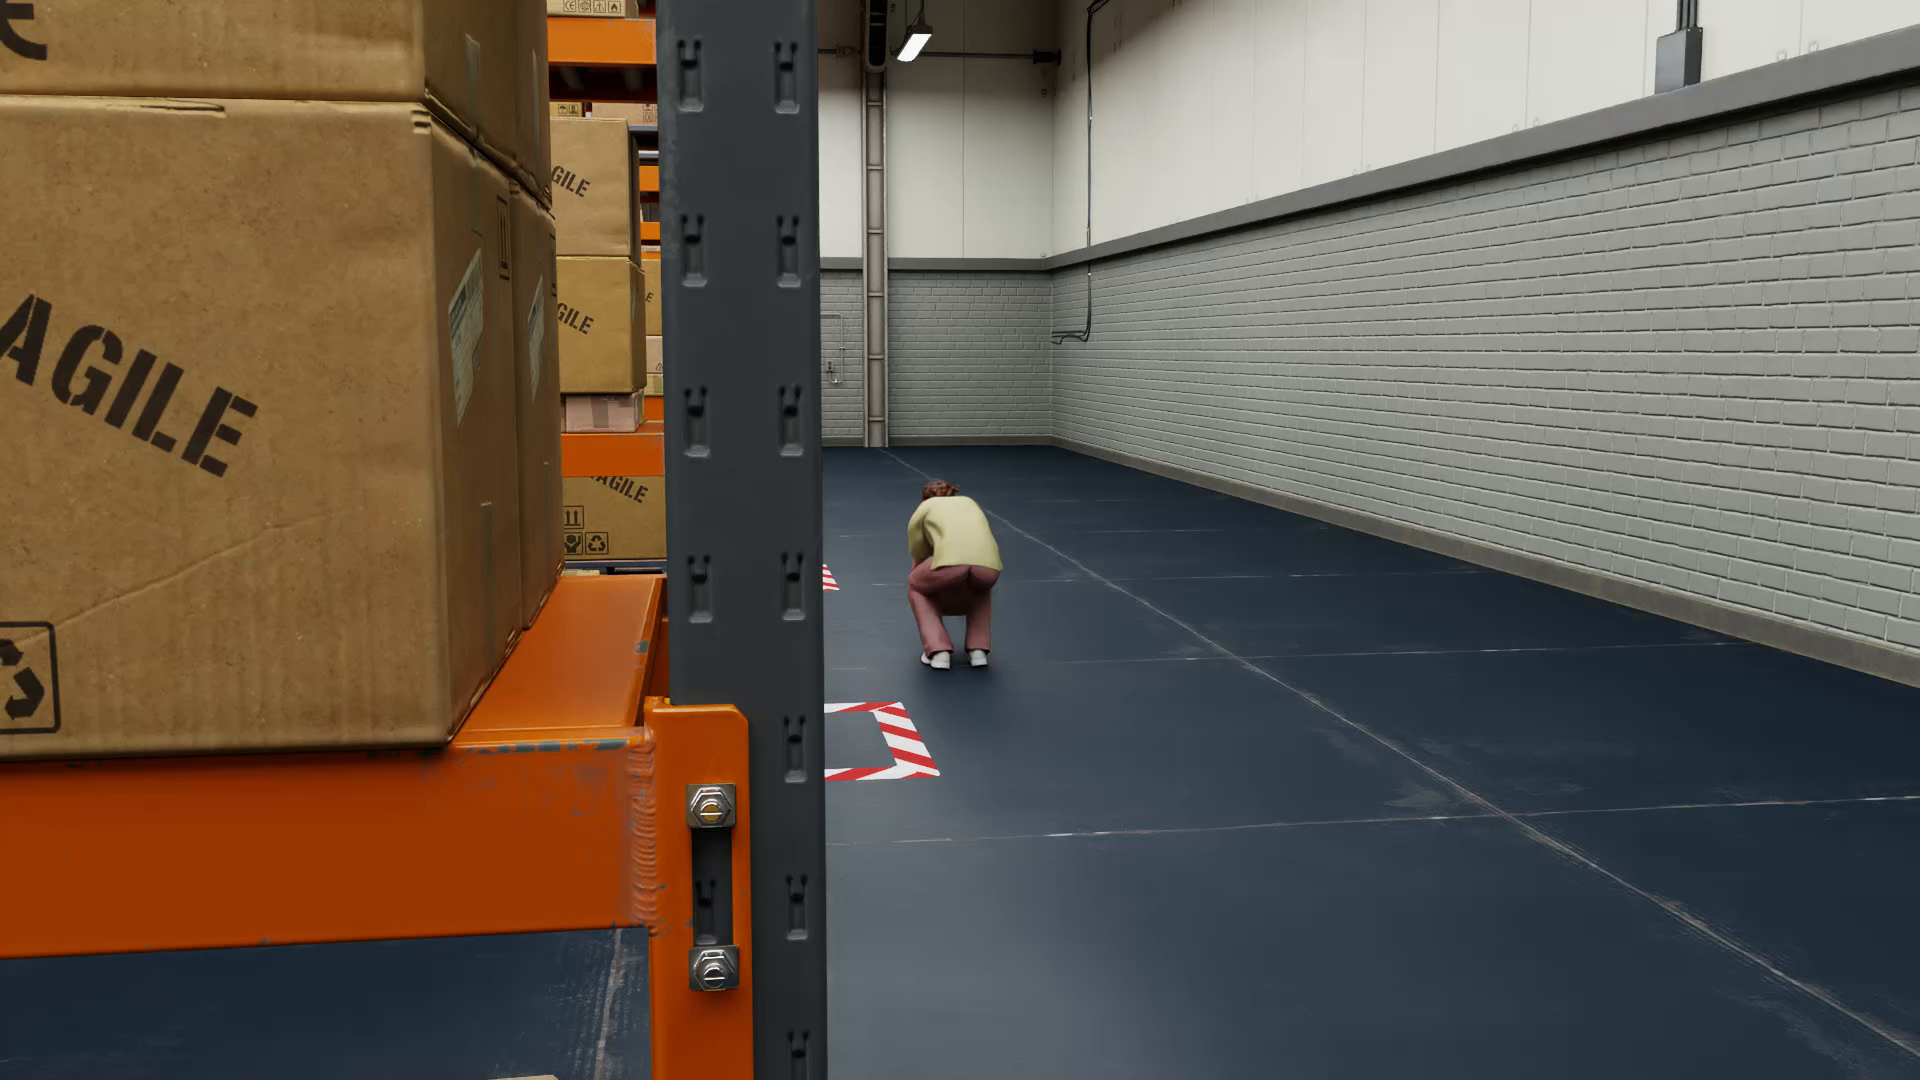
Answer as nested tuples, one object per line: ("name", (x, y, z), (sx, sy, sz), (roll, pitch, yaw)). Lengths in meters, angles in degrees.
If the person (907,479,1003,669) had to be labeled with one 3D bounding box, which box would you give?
("person", (-0.037, 0.169, 8.622), (0.456, 0.928, 0.830), (-1, 7, -10))
